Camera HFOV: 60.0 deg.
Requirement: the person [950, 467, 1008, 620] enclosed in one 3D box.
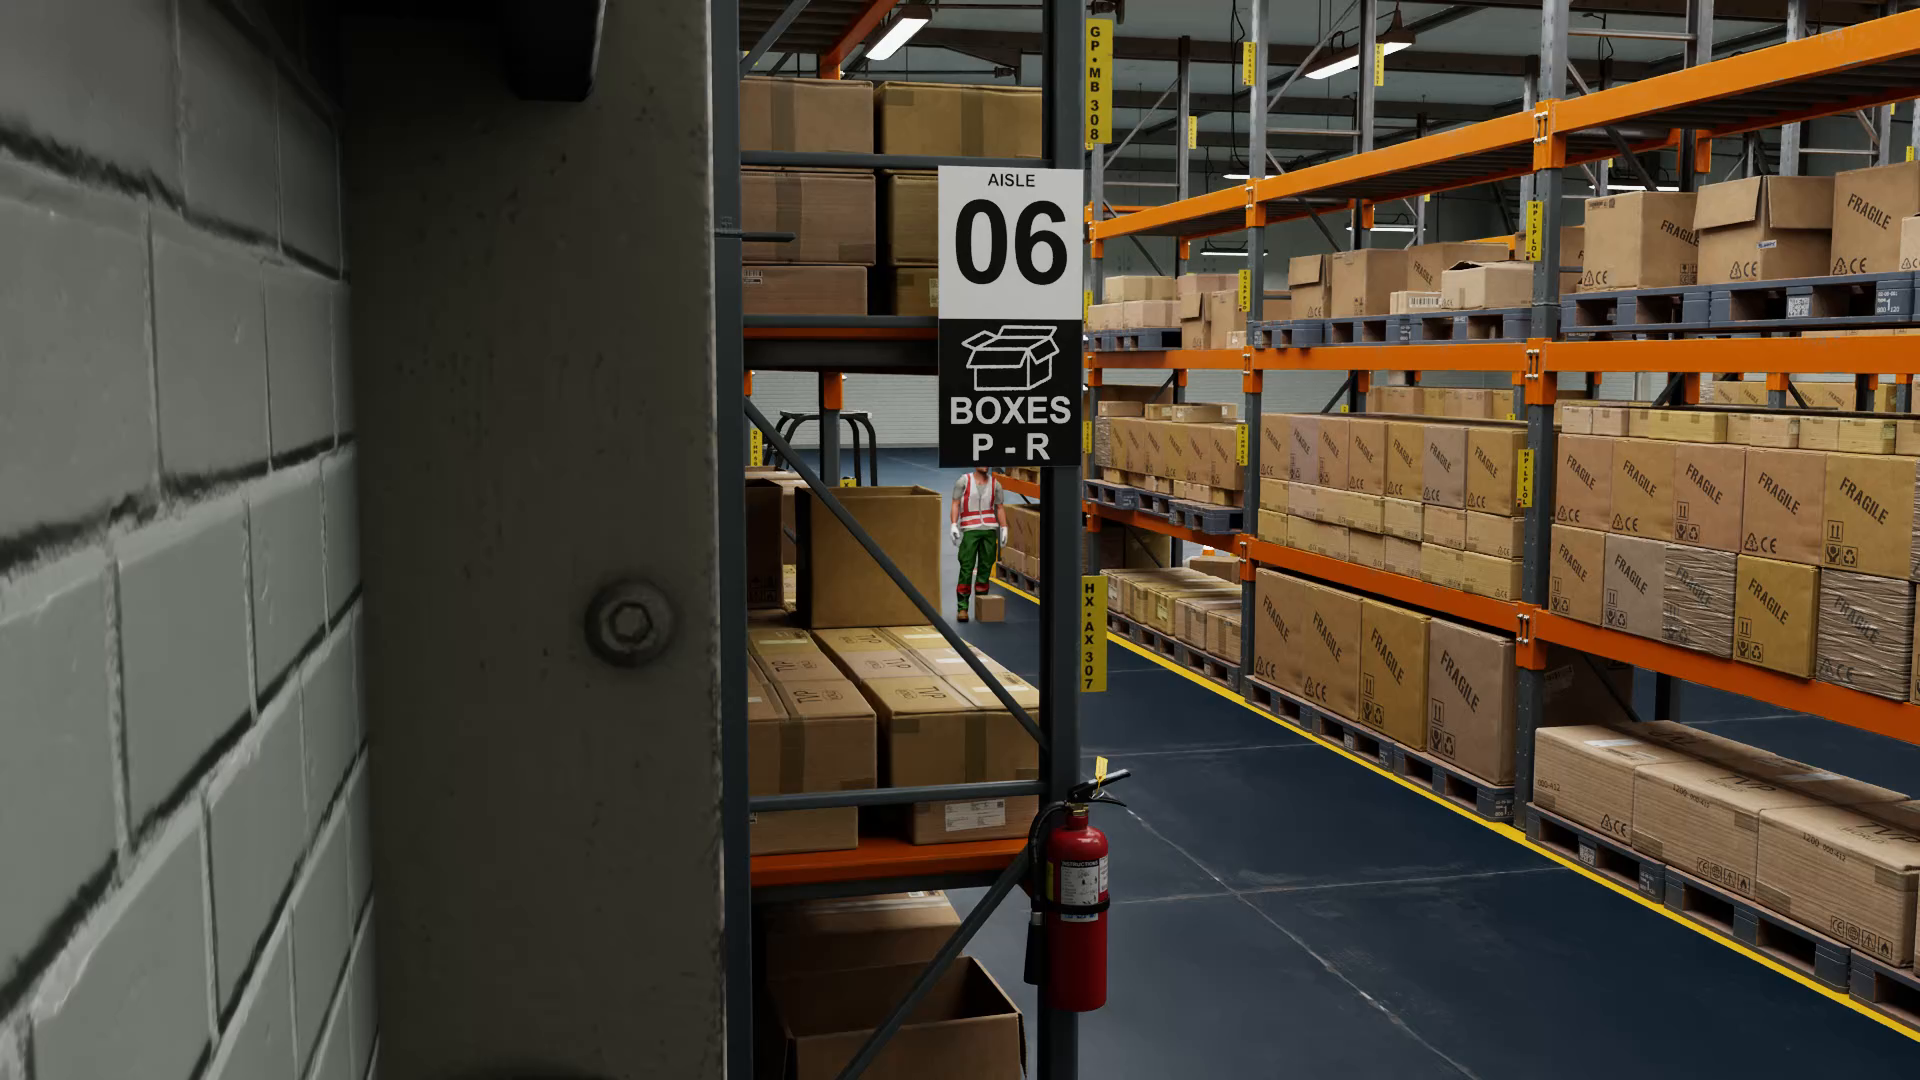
[{"bbox_3d":[0.217,-0.070,17.583,0.638,1.787,0.565,-2,6,-15],"label":"person"}]
